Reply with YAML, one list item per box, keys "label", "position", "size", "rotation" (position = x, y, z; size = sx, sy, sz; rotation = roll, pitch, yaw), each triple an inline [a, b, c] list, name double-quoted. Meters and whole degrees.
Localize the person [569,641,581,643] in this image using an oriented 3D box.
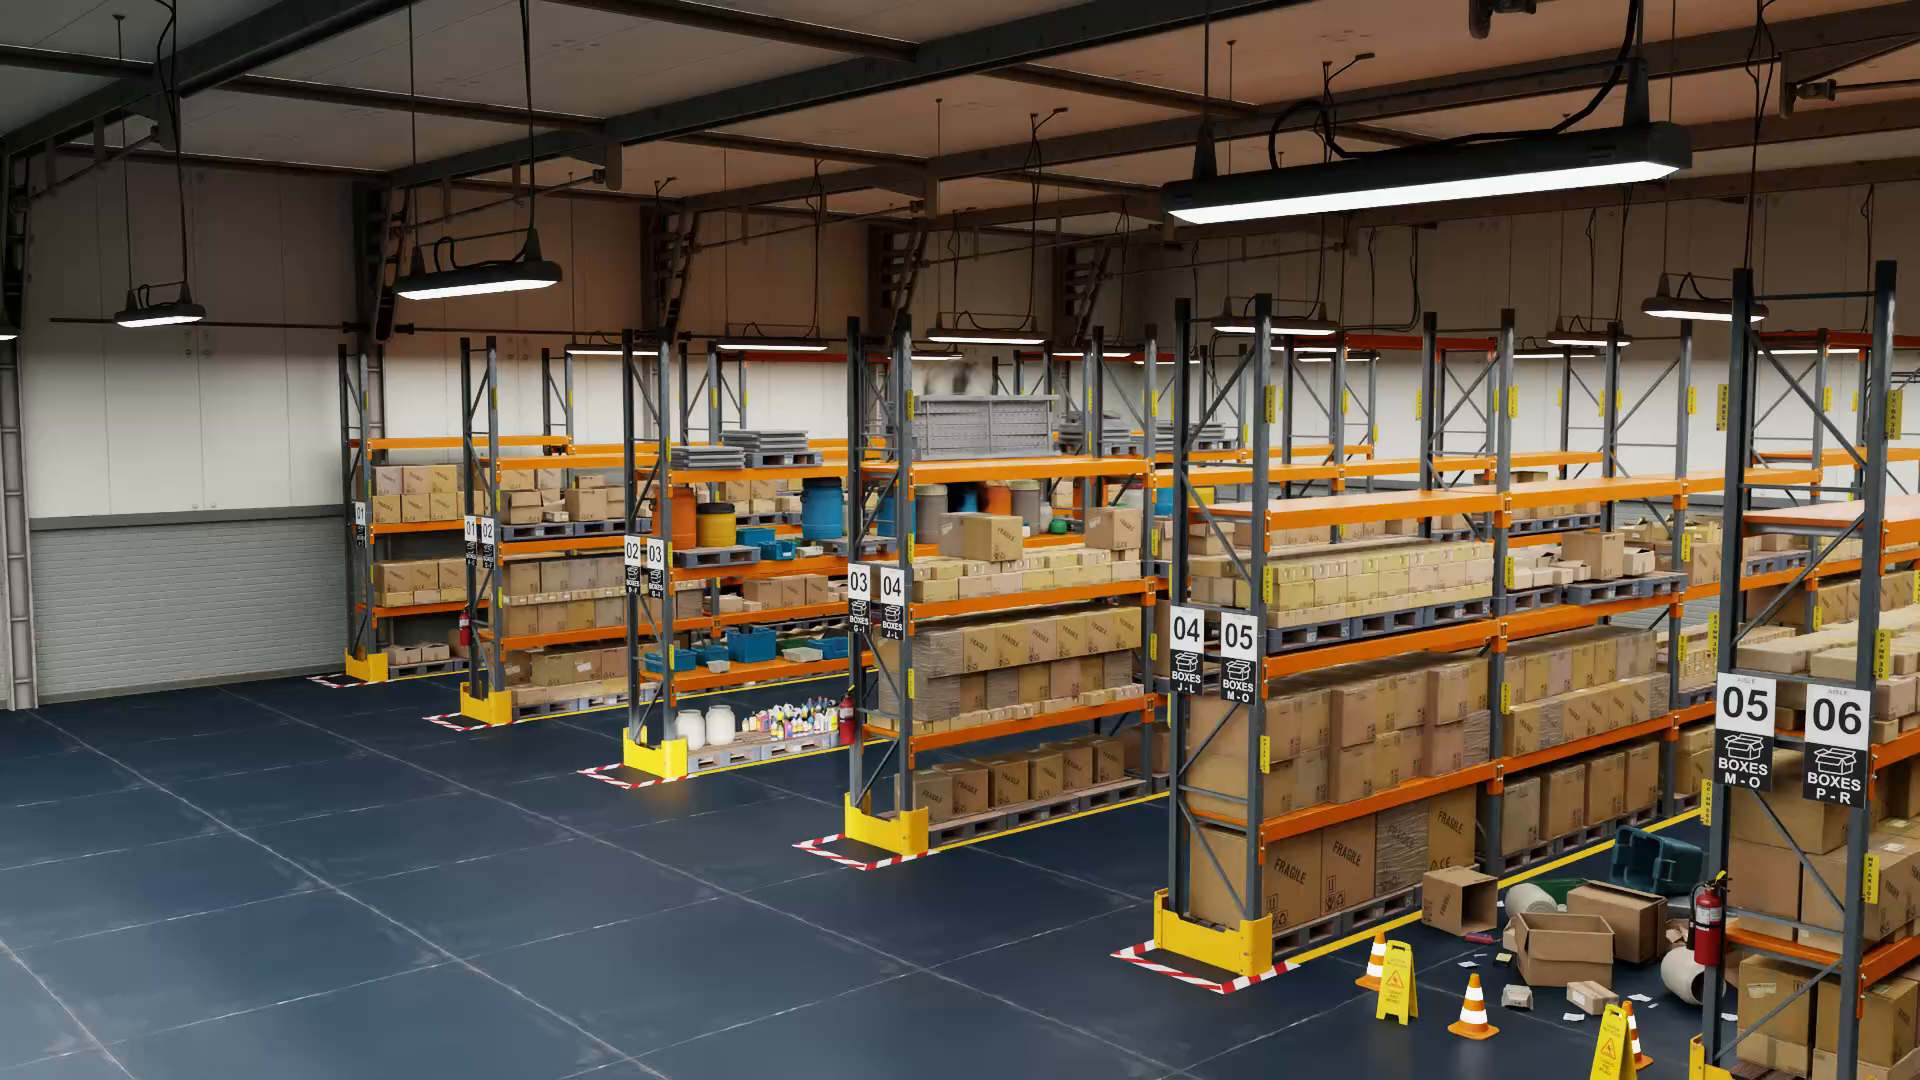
- label: "person"
  position: [-6.842, 1.730, 29.710]
  size: [0.584, 1.641, 0.814]
  rotation: [3, 6, 29]
